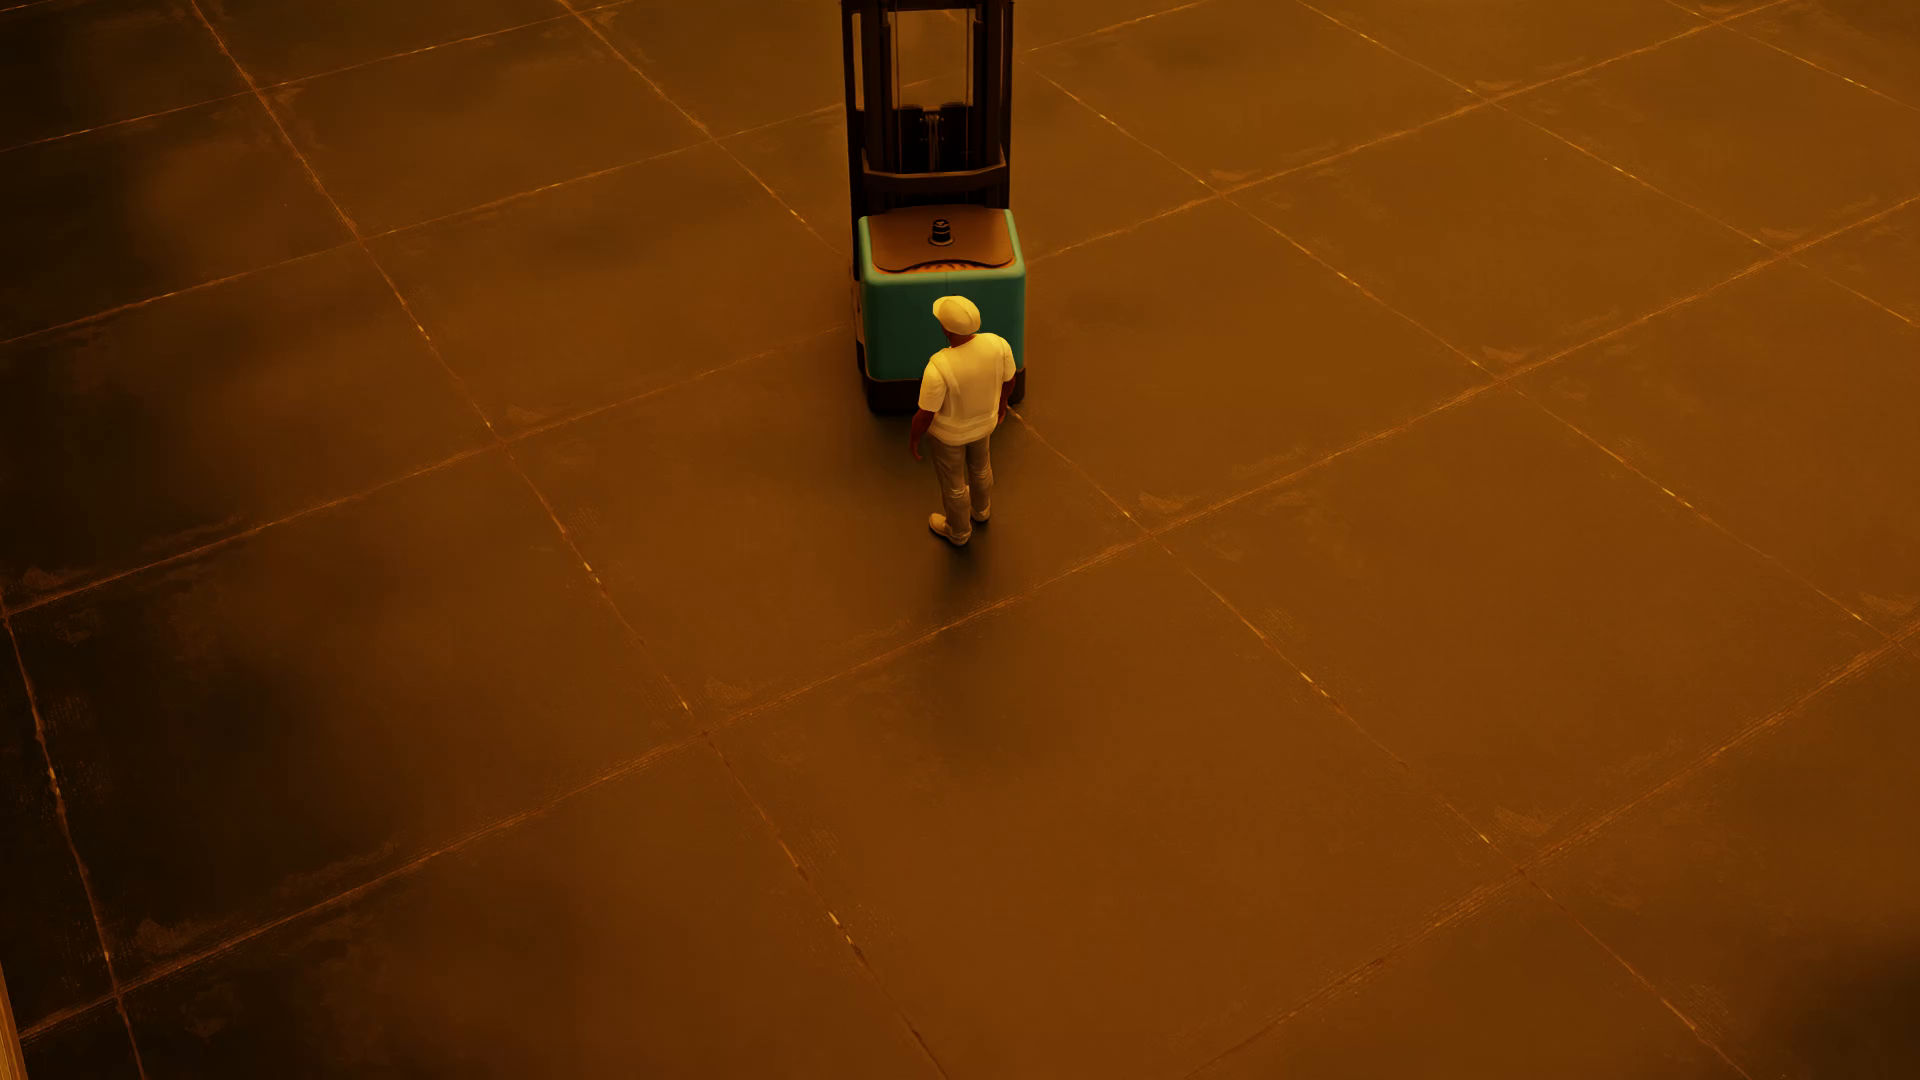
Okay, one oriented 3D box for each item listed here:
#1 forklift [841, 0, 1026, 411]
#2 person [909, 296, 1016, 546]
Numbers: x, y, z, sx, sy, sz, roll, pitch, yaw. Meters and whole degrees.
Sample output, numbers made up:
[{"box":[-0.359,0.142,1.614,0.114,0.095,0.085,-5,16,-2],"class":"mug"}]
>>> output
[{"box":[-0.232,-2.918,11.210,1.130,2.935,3.031,-4,41,-4],"class":"forklift"},{"box":[-0.032,-0.711,9.559,0.666,1.765,0.577,-23,46,-24],"class":"person"}]
